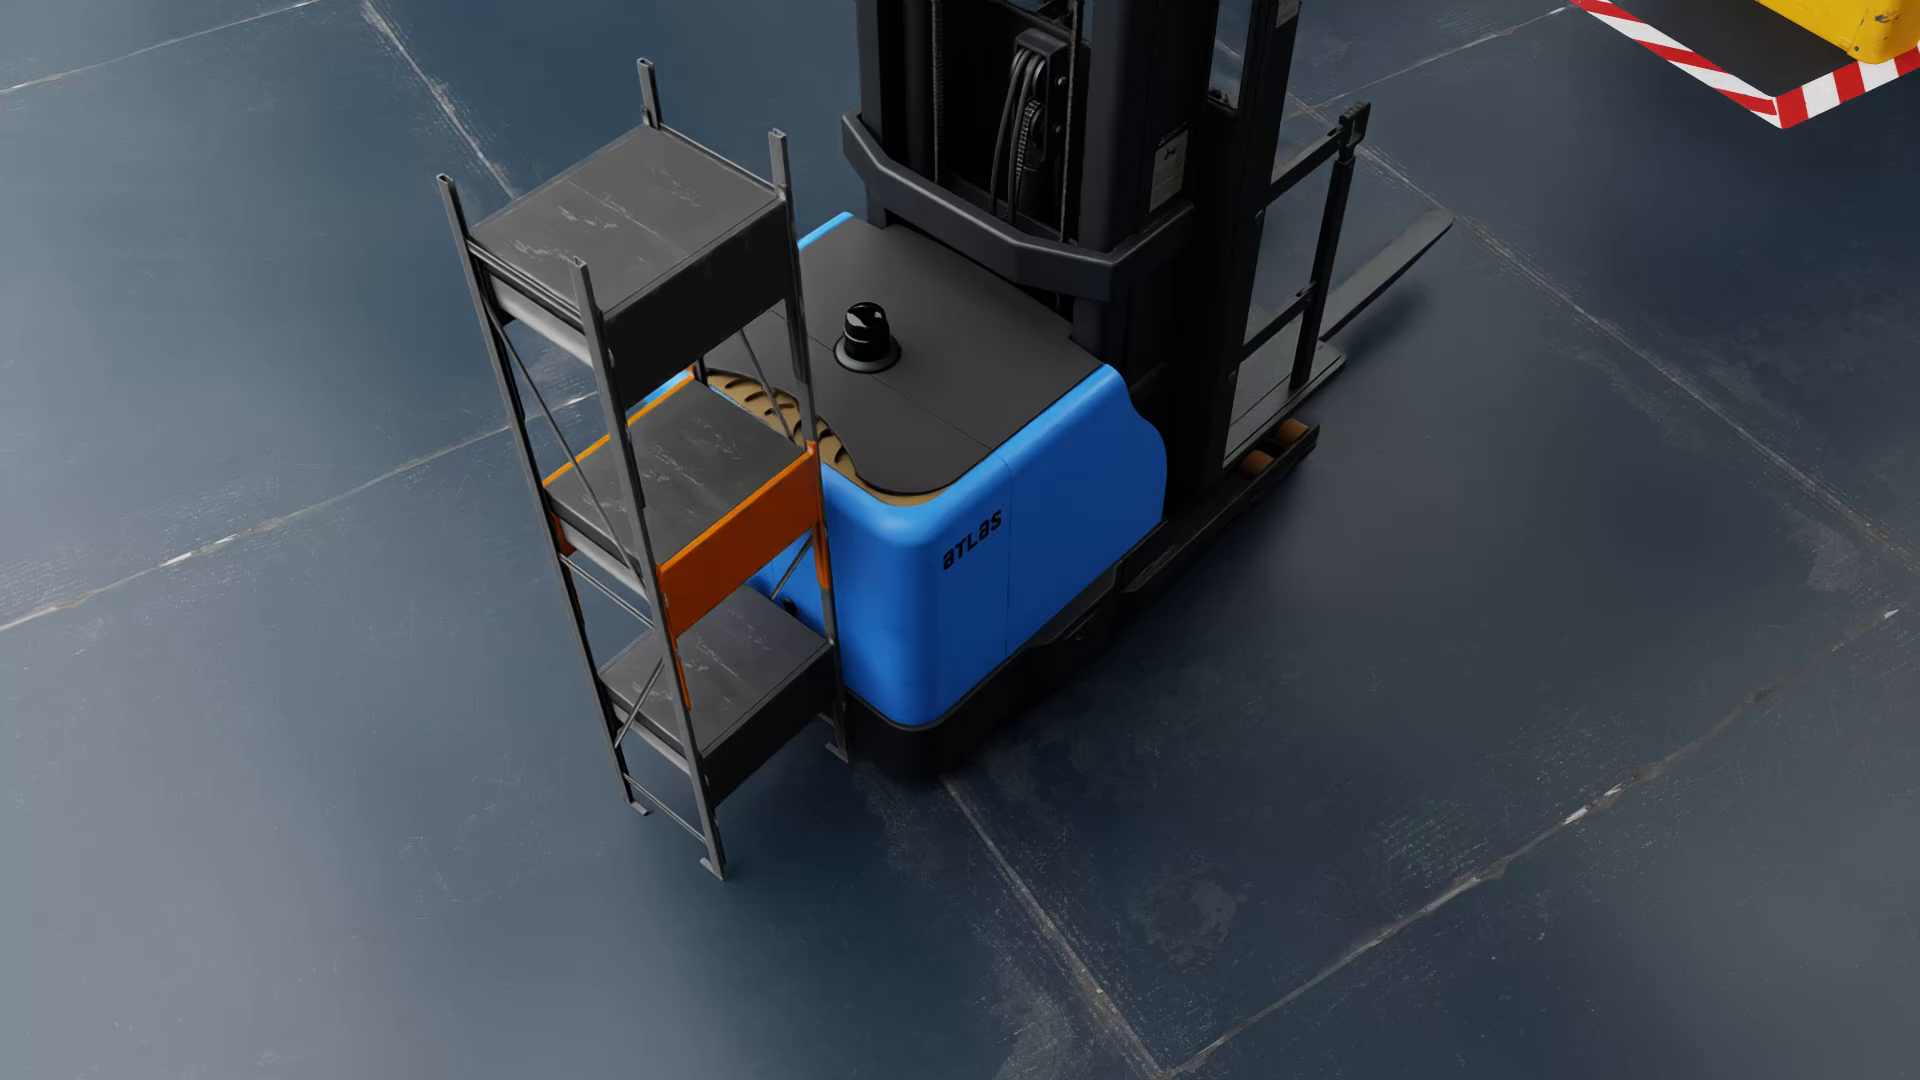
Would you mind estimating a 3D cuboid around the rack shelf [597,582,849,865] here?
[{"bbox_3d":[-0.623,0.449,4.395,0.431,0.518,0.480,33,57,26],"label":"rack shelf"}]

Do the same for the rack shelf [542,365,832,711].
[{"bbox_3d":[-0.630,-0.011,3.867,0.431,0.518,0.480,33,57,26],"label":"rack shelf"}]

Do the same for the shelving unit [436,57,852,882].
[{"bbox_3d":[-0.630,-0.020,3.857,0.431,2.100,0.503,33,57,26],"label":"shelving unit"}]

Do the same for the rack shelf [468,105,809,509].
[{"bbox_3d":[-0.636,-0.470,3.339,0.431,0.518,0.480,33,57,26],"label":"rack shelf"}]

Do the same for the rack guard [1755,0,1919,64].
[{"bbox_3d":[3.687,-2.600,7.231,0.348,0.500,1.175,-25,53,-21],"label":"rack guard"}]

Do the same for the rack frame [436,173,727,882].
[{"bbox_3d":[-0.789,0.121,3.736,0.400,2.100,0.015,33,57,26],"label":"rack frame"}]

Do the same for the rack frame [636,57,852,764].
[{"bbox_3d":[-0.471,-0.160,3.977,0.400,2.100,0.015,33,57,26],"label":"rack frame"}]

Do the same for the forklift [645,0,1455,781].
[{"bbox_3d":[0.519,-1.331,4.473,1.130,2.935,3.031,34,57,27],"label":"forklift"}]
